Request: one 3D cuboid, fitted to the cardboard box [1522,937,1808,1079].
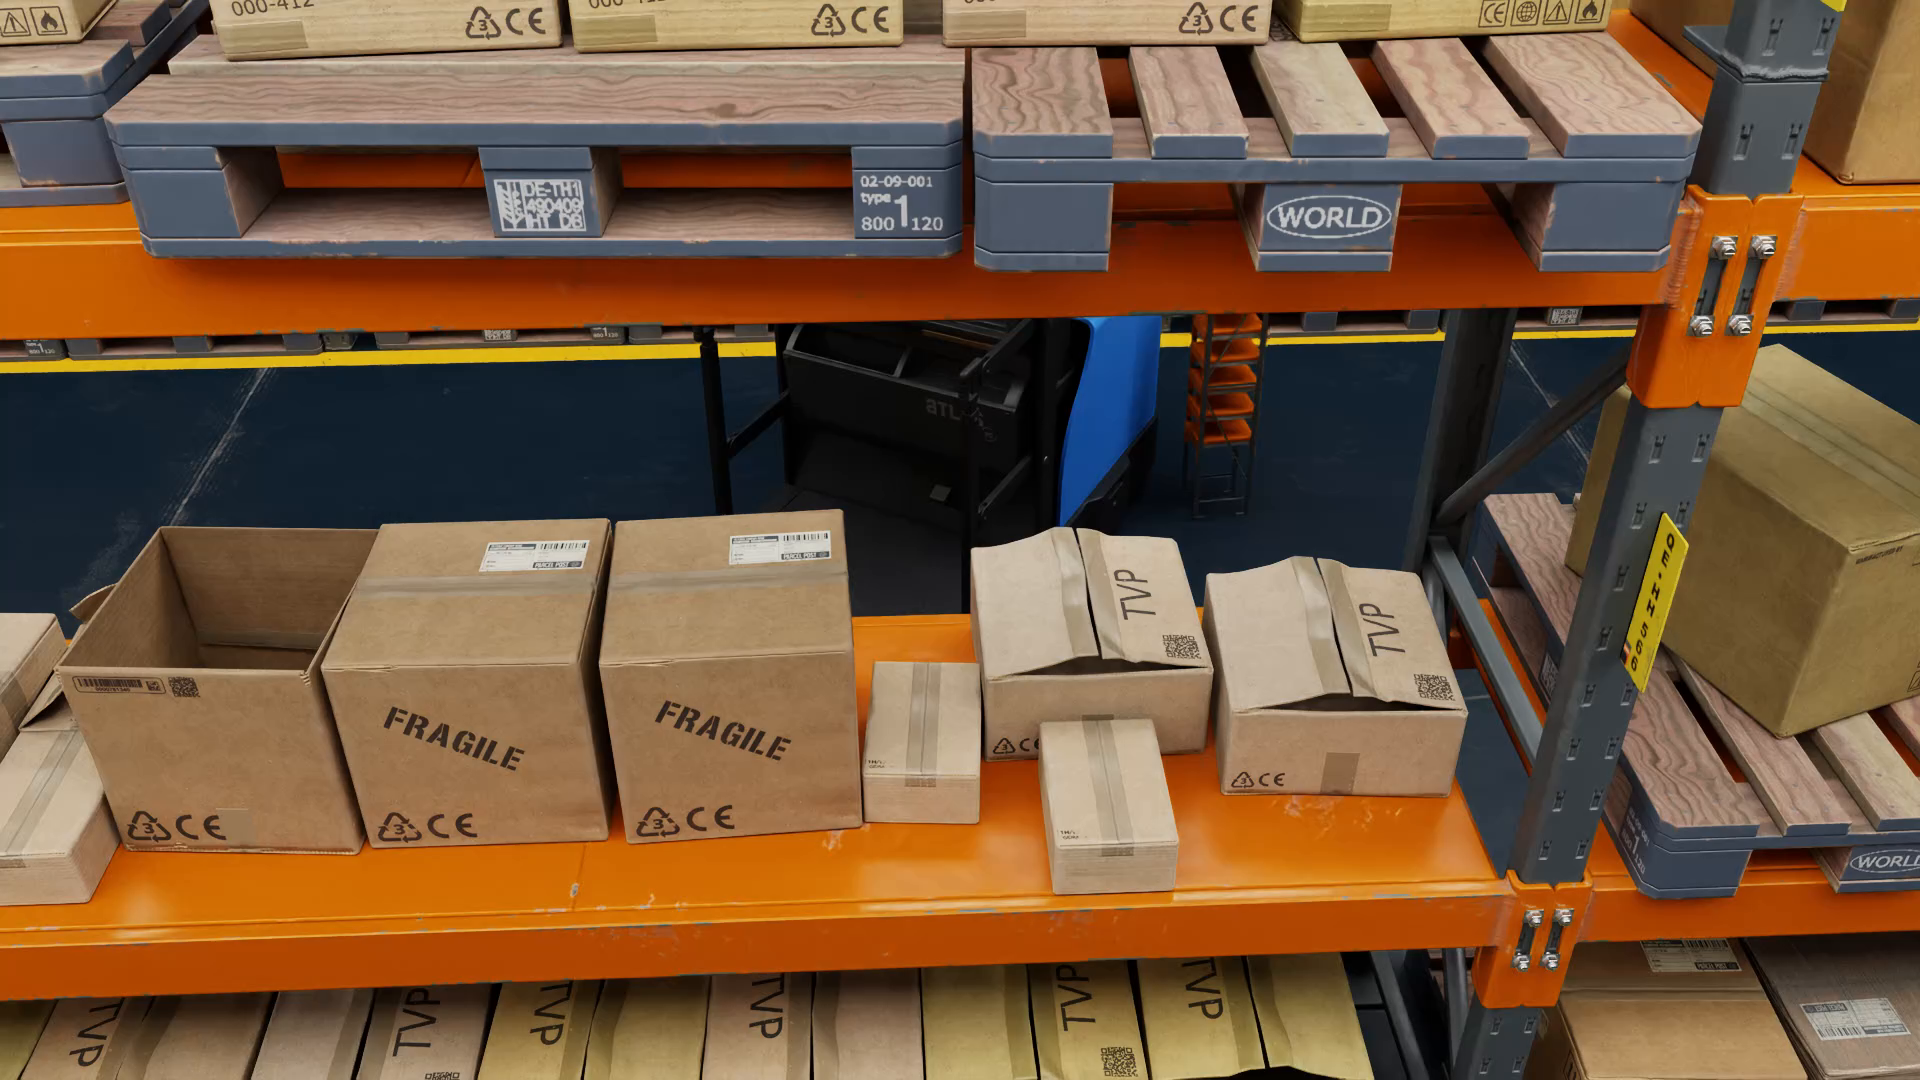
[{"bbox_3d":[1.661,1.272,4.086,0.500,0.500,0.500,0,35,0],"label":"cardboard box"}]

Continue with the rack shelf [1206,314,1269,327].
[{"bbox_3d":[1.056,-0.920,6.465,0.258,0.103,0.180,-5,33,-8],"label":"rack shelf"}]

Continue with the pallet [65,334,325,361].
[{"bbox_3d":[-3.710,-1.248,8.368,1.213,0.211,1.003,-2,35,-2],"label":"pallet"}]

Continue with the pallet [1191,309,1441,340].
[{"bbox_3d":[1.745,-1.373,8.548,1.213,0.211,1.003,-2,35,-2],"label":"pallet"}]

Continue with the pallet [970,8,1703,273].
[{"bbox_3d":[0.519,-0.812,2.817,1.003,0.211,1.213,0,35,0],"label":"pallet"}]

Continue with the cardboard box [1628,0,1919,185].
[{"bbox_3d":[1.627,-1.031,2.879,0.500,0.500,0.910,-2,35,-2],"label":"cardboard box"}]

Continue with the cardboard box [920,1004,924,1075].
[{"bbox_3d":[-0.339,1.413,4.119,0.500,0.250,0.500,-1,35,-1],"label":"cardboard box"}]

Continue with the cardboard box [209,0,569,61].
[{"bbox_3d":[-0.890,-0.978,2.655,0.500,0.250,0.500,-4,35,-6],"label":"cardboard box"}]

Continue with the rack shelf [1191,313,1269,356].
[{"bbox_3d":[1.057,-0.819,6.529,0.258,0.103,0.180,-5,33,-8],"label":"rack shelf"}]

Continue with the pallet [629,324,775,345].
[{"bbox_3d":[-1.042,-1.343,8.505,1.213,0.211,1.003,-2,35,-2],"label":"pallet"}]

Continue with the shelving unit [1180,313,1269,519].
[{"bbox_3d":[1.059,-0.654,6.634,0.258,1.200,0.189,-5,33,-8],"label":"shelving unit"}]

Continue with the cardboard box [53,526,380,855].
[{"bbox_3d":[-1.509,0.316,3.570,0.500,0.500,0.500,1,35,1],"label":"cardboard box"}]

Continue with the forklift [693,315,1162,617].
[{"bbox_3d":[-0.288,-0.886,5.455,1.130,2.935,3.031,16,38,22],"label":"forklift"}]

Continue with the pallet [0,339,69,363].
[{"bbox_3d":[-4.932,-1.214,8.318,1.213,0.211,1.003,-2,35,-2],"label":"pallet"}]

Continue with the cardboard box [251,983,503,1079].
[{"bbox_3d":[-1.361,1.215,3.912,0.500,0.311,0.500,-3,35,-4],"label":"cardboard box"}]

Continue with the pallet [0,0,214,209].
[{"bbox_3d":[-1.923,-0.803,2.807,1.217,0.209,0.805,-3,35,-4],"label":"pallet"}]

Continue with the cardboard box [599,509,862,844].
[{"bbox_3d":[-0.483,0.288,3.610,0.500,0.500,0.500,-3,35,-5],"label":"cardboard box"}]

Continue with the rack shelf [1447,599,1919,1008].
[{"bbox_3d":[3.190,0.517,3.999,4.000,0.370,1.077,-2,35,-2],"label":"rack shelf"}]

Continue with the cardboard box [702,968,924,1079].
[{"bbox_3d":[-0.342,1.186,3.955,0.500,0.311,0.500,-2,35,-3],"label":"cardboard box"}]

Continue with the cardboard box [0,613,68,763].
[{"bbox_3d":[-2.313,0.406,3.659,0.500,0.250,0.500,1,35,1],"label":"cardboard box"}]

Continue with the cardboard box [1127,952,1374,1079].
[{"bbox_3d":[0.681,1.156,3.998,0.500,0.311,0.500,-1,35,-1],"label":"cardboard box"}]

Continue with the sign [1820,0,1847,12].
[{"bbox_3d":[1.211,-0.888,2.237,0.005,0.325,0.100,-2,35,-2],"label":"sign"}]

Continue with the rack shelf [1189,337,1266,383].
[{"bbox_3d":[1.058,-0.718,6.594,0.258,0.103,0.180,-5,33,-8],"label":"rack shelf"}]

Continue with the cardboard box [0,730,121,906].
[{"bbox_3d":[-1.908,0.578,3.499,0.250,0.149,0.380,-2,35,-2],"label":"cardboard box"}]

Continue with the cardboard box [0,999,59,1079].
[{"bbox_3d":[-2.378,1.241,3.876,0.500,0.311,0.500,-1,35,-2],"label":"cardboard box"}]

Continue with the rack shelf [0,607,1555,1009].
[{"bbox_3d":[-0.805,0.625,3.844,4.000,0.370,1.077,-2,35,-2],"label":"rack shelf"}]

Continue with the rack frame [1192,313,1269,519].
[{"bbox_3d":[1.073,-0.605,6.558,0.240,1.200,0.006,-5,33,-8],"label":"rack frame"}]

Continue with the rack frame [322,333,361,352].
[{"bbox_3d":[-3.041,-2.433,7.630,0.127,3.000,1.000,-2,35,-2],"label":"rack frame"}]

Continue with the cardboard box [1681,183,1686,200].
[{"bbox_3d":[3.419,-1.820,8.264,0.750,0.750,0.750,-1,35,-1],"label":"cardboard box"}]

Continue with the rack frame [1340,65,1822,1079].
[{"bbox_3d":[1.193,0.275,3.717,0.127,3.000,1.000,-2,35,-2],"label":"rack frame"}]

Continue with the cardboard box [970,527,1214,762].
[{"bbox_3d":[0.290,0.226,3.866,0.500,0.311,0.500,-2,35,-3],"label":"cardboard box"}]

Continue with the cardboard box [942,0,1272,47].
[{"bbox_3d":[0.219,-1.001,2.687,0.500,0.250,0.500,-1,35,-1],"label":"cardboard box"}]
